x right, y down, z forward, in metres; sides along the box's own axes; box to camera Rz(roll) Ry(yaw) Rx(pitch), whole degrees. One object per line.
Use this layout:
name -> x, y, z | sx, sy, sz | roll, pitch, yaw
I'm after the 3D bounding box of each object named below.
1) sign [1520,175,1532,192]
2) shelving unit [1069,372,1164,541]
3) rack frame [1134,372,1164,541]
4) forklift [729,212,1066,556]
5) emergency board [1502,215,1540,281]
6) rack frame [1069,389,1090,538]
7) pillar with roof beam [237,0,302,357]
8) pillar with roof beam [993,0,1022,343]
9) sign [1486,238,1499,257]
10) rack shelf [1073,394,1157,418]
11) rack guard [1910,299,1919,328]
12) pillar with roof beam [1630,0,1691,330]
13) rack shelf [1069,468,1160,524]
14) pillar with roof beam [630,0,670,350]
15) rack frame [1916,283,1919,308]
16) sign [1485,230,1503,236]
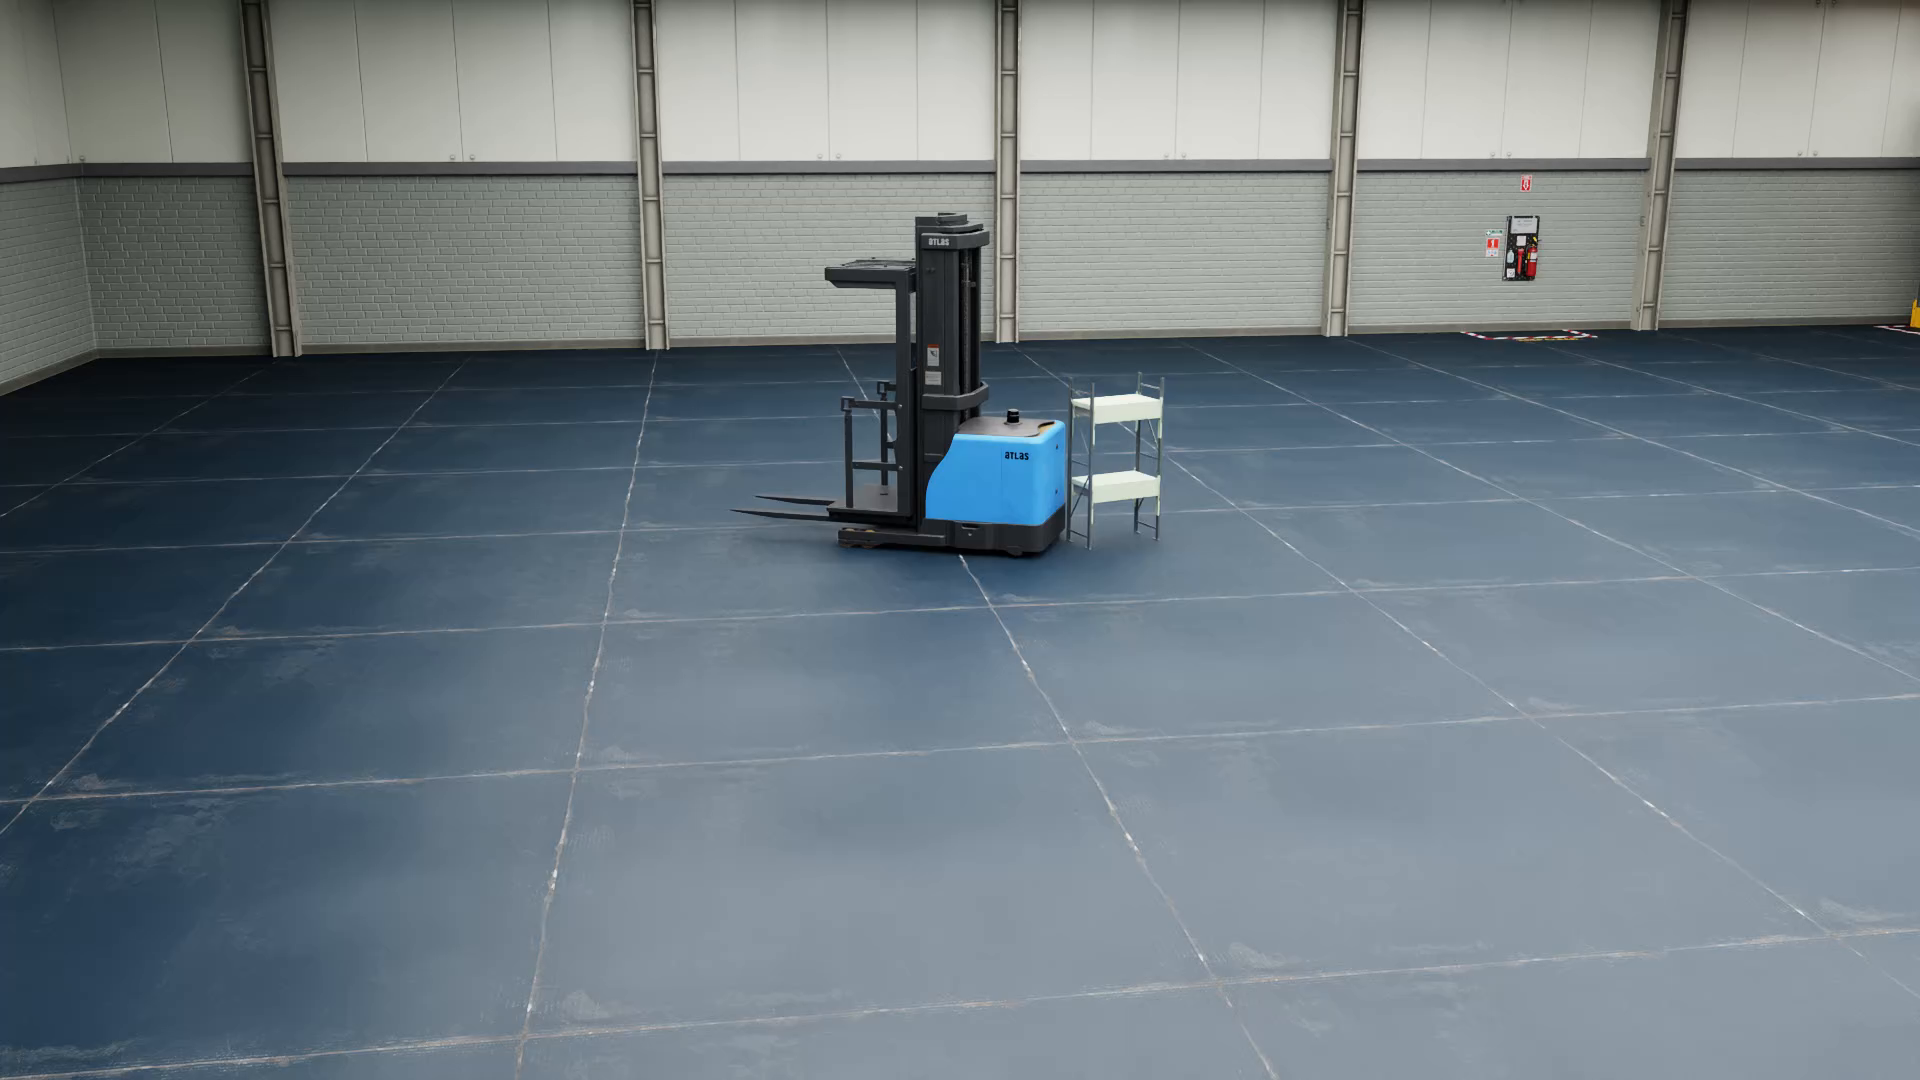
sign -> 10.199, -6.429, 29.955 | 0.199, 0.298, 0.001 | -2, 14, -8
shelving unit -> 1.404, -0.724, 15.052 | 0.748, 1.500, 0.431 | -7, 16, -26
rack frame -> 1.727, -0.764, 15.213 | 0.023, 1.500, 0.400 | -7, 16, -26
forklift -> -0.600, -1.464, 15.061 | 3.031, 2.935, 1.130 | 4, 15, 16
emergency board -> 10.210, -5.285, 30.159 | 0.626, 1.169, 0.157 | -2, 14, -8
rack frame -> 1.076, -0.682, 14.887 | 0.010, 1.308, 0.380 | -7, 16, -26
pillar with roof beam -> -10.420, -6.366, 22.136 | 0.400, 9.000, 9.100 | -2, 14, -8
pillar with roof beam -> 1.446, -6.801, 23.870 | 0.400, 9.000, 9.100 | -2, 14, -8
sign -> 9.659, -5.303, 30.157 | 0.234, 0.329, 0.001 | -2, 14, -8
rack shelf -> 1.401, -1.197, 14.932 | 0.686, 0.124, 0.368 | -7, 16, -26
rack guard -> 18.116, -4.136, 30.714 | 0.348, 0.500, 1.175 | -2, 14, -8
pillar with roof beam -> 13.312, -7.236, 25.604 | 0.400, 9.000, 9.100 | -2, 14, -8
rack shelf -> 1.401, -0.407, 15.130 | 0.720, 0.370, 0.431 | -7, 16, -26
pillar with roof beam -> -4.487, -6.584, 23.003 | 0.400, 9.000, 9.100 | -2, 14, -8
rack frame -> 18.040, -5.346, 30.399 | 0.127, 3.000, 1.000 | -2, 14, -8
sign -> 9.665, -5.558, 30.085 | 0.331, 0.109, 0.001 | -2, 14, -8
